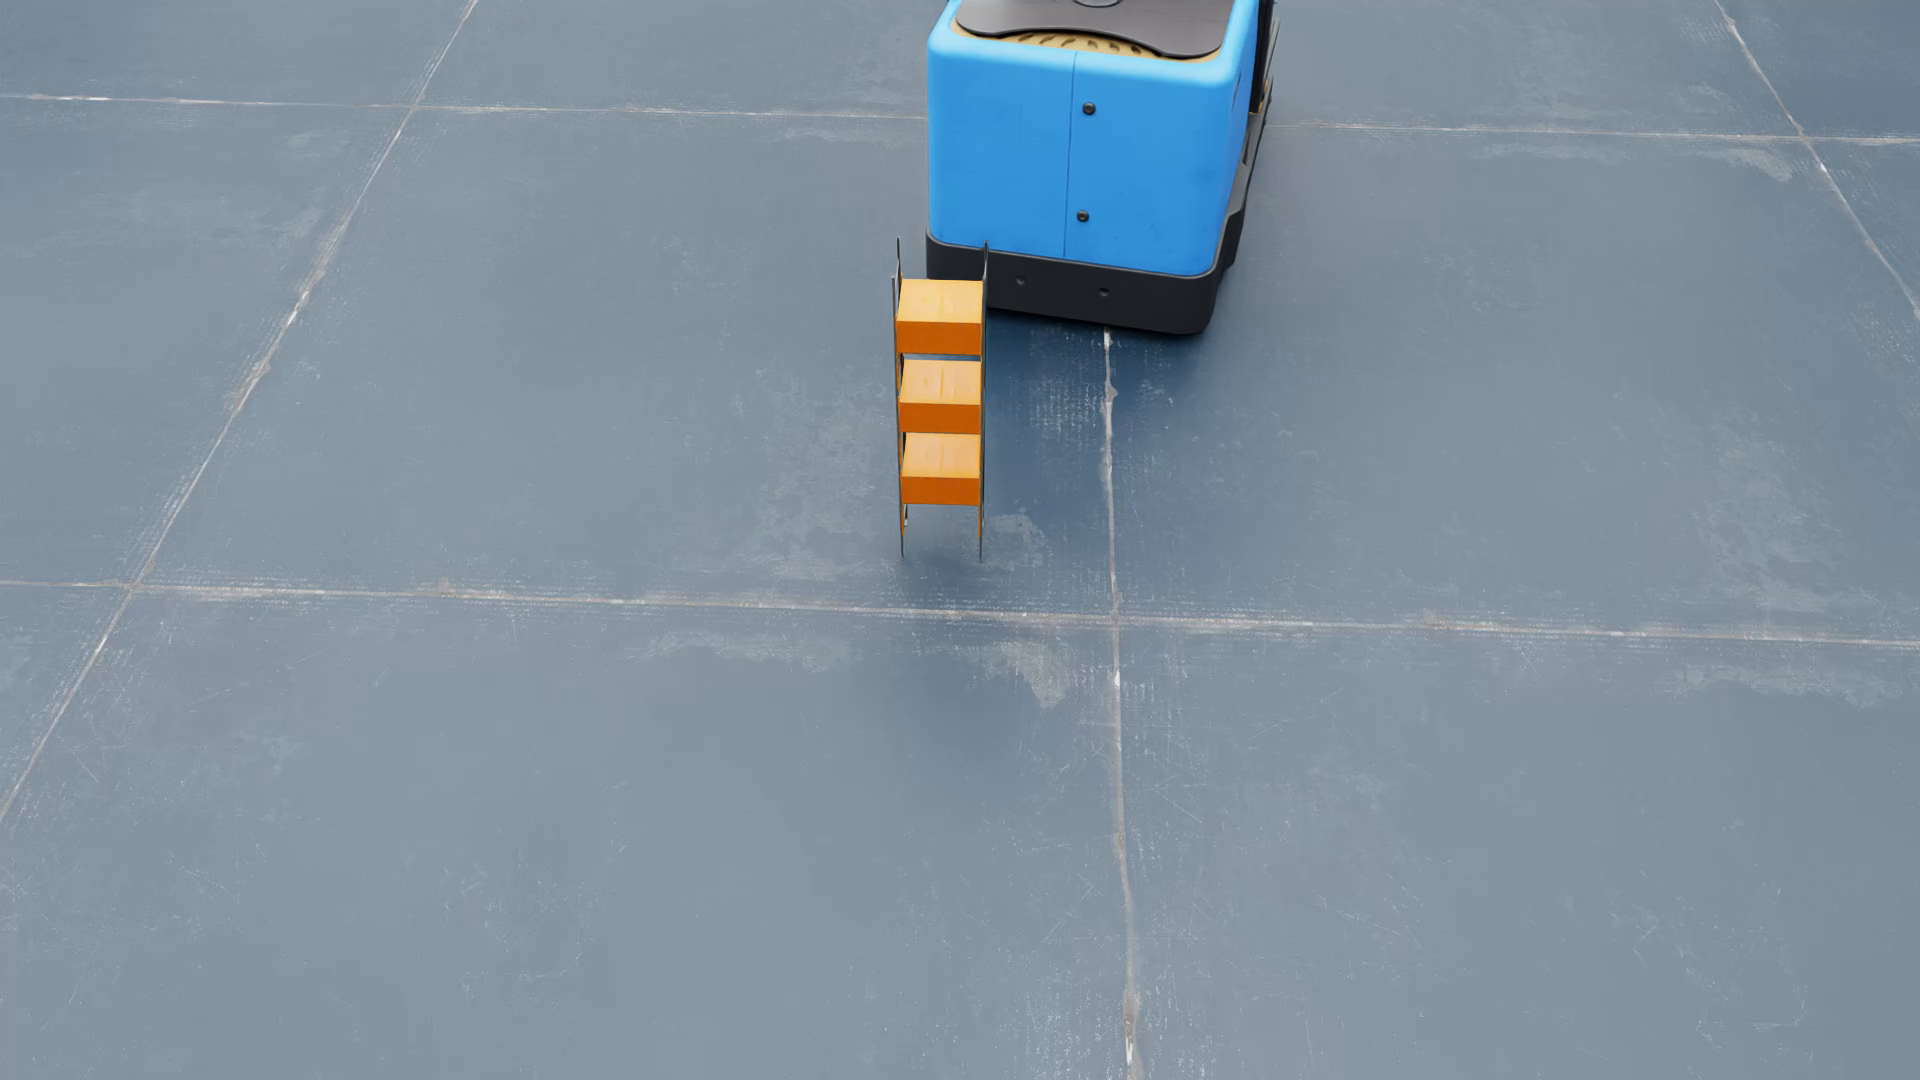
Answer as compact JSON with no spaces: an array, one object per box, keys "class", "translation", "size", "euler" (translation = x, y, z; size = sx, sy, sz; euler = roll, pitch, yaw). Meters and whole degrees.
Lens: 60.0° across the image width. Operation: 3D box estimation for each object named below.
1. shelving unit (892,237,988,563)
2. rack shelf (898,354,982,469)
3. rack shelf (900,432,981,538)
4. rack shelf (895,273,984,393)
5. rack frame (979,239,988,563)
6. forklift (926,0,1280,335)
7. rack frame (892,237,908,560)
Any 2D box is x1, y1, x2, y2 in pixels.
[{"class":"shelving unit","translation":[-0.053,-0.386,4.894],"size":[0.252,1.050,0.215],"euler":[2,43,2]},{"class":"rack shelf","translation":[-0.053,-0.378,4.901],"size":[0.240,0.259,0.215],"euler":[2,43,2]},{"class":"rack shelf","translation":[-0.053,-0.175,5.091],"size":[0.240,0.259,0.215],"euler":[2,43,2]},{"class":"rack shelf","translation":[-0.053,-0.586,4.708],"size":[0.240,0.259,0.215],"euler":[2,43,2]},{"class":"rack frame","translation":[0.068,-0.382,4.890],"size":[0.008,1.050,0.200],"euler":[2,43,2]},{"class":"forklift","translation":[0.732,-2.824,6.132],"size":[1.130,2.935,3.031],"euler":[10,44,10]},{"class":"rack frame","translation":[-0.175,-0.390,4.898],"size":[0.008,1.050,0.200],"euler":[2,43,2]}]
